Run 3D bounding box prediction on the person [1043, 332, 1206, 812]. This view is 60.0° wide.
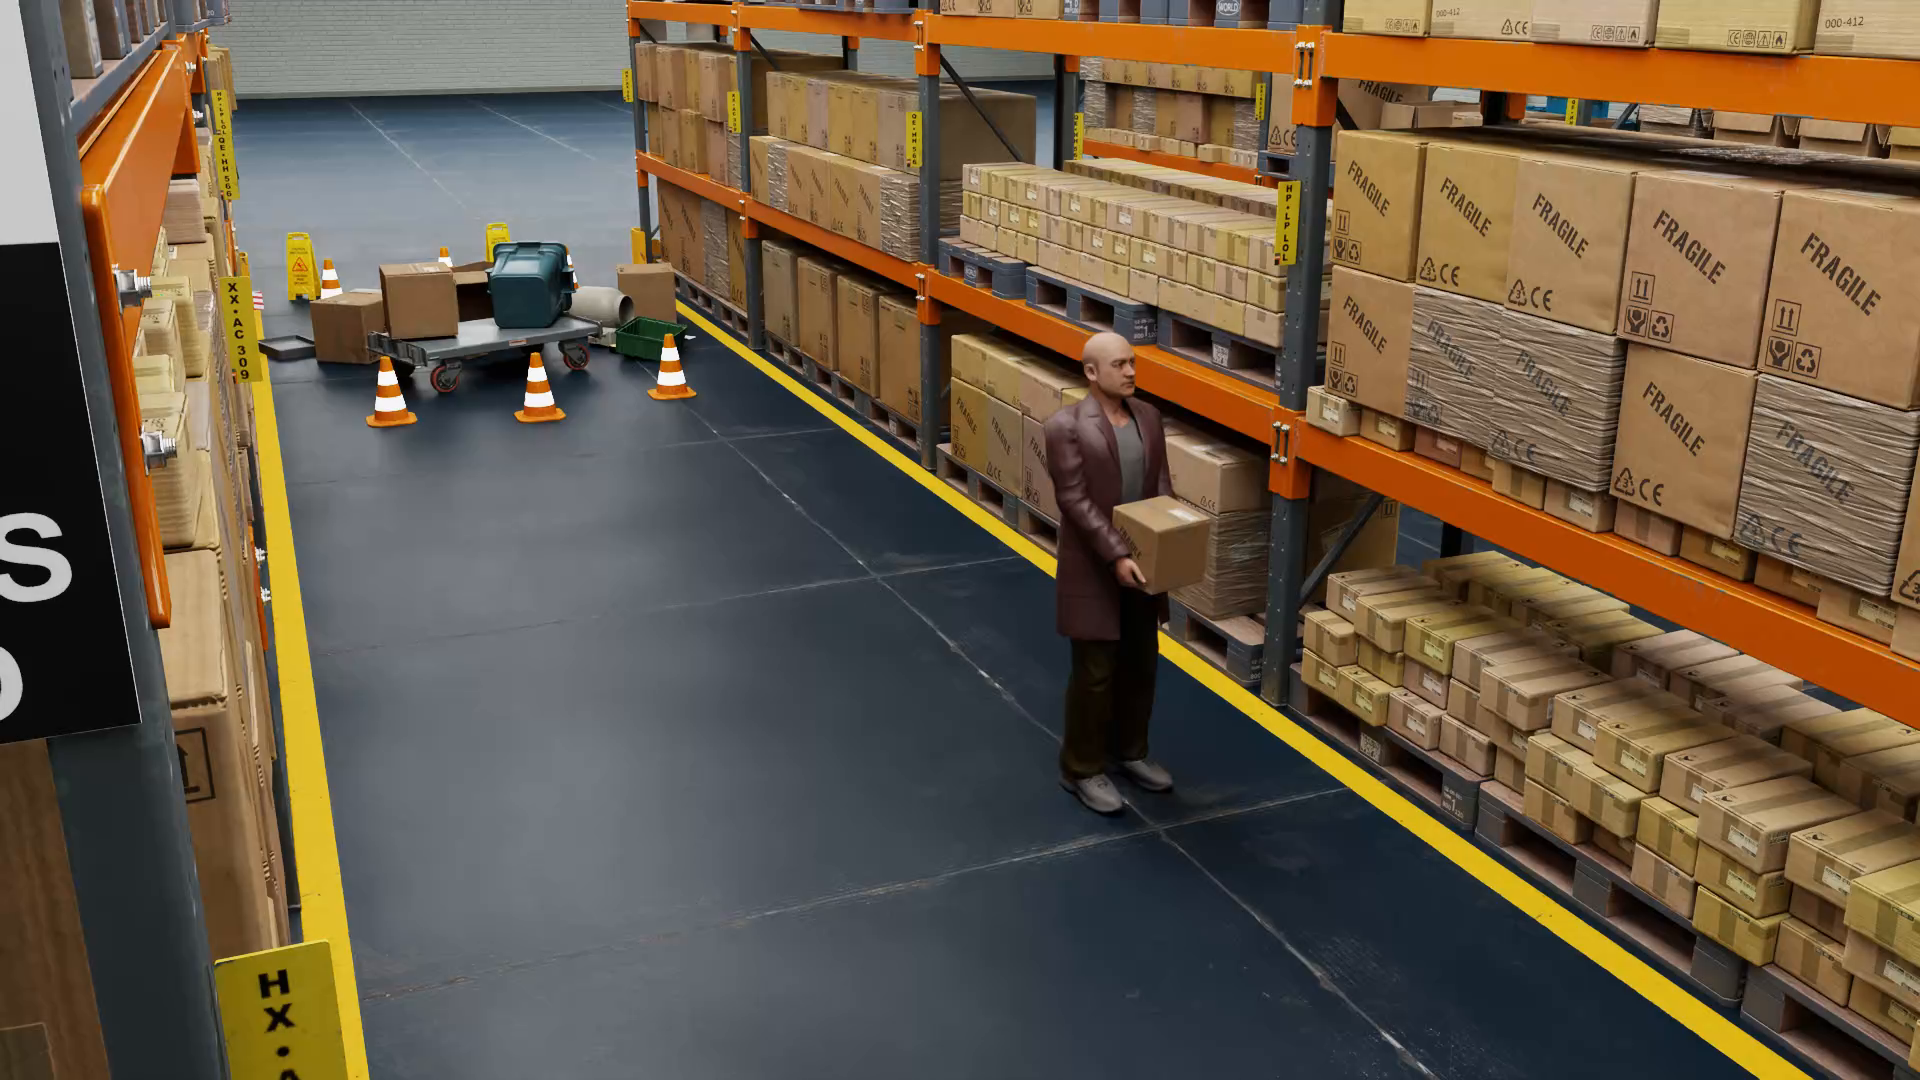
[{"bbox_3d":[0.622,0.133,6.190,0.528,1.773,0.554,-12,22,-32],"label":"person"}]
